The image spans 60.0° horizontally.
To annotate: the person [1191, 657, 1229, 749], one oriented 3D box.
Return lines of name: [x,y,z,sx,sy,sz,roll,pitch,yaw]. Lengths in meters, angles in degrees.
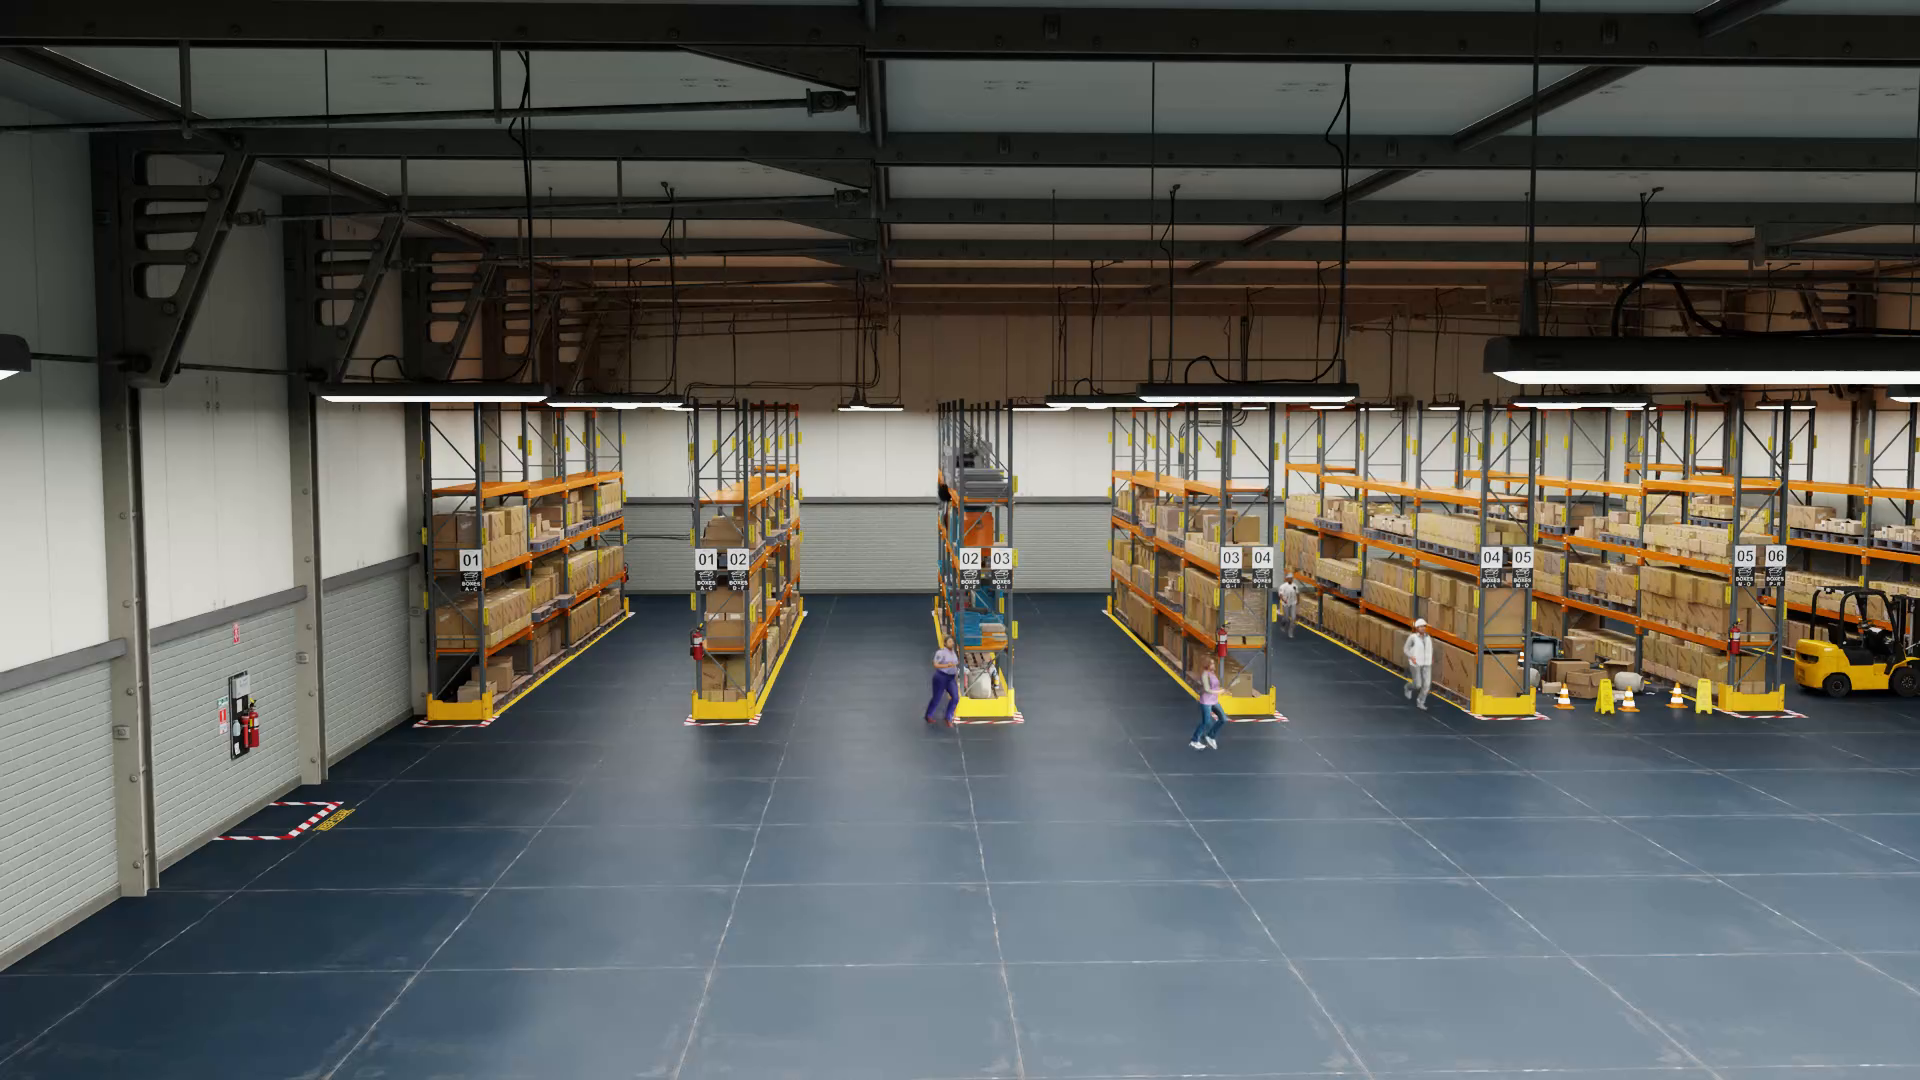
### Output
person: [4.257,2.778,28.217,0.674,1.589,0.512,3,5,34]

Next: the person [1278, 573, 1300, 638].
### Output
person: [8.465,1.656,42.716,0.575,1.657,0.598,0,4,-4]

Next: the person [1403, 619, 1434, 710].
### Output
person: [8.944,2.407,32.416,0.636,1.744,0.686,-1,4,-12]

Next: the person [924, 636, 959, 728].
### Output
person: [-0.267,2.609,30.493,0.603,1.705,0.721,-4,6,-40]
